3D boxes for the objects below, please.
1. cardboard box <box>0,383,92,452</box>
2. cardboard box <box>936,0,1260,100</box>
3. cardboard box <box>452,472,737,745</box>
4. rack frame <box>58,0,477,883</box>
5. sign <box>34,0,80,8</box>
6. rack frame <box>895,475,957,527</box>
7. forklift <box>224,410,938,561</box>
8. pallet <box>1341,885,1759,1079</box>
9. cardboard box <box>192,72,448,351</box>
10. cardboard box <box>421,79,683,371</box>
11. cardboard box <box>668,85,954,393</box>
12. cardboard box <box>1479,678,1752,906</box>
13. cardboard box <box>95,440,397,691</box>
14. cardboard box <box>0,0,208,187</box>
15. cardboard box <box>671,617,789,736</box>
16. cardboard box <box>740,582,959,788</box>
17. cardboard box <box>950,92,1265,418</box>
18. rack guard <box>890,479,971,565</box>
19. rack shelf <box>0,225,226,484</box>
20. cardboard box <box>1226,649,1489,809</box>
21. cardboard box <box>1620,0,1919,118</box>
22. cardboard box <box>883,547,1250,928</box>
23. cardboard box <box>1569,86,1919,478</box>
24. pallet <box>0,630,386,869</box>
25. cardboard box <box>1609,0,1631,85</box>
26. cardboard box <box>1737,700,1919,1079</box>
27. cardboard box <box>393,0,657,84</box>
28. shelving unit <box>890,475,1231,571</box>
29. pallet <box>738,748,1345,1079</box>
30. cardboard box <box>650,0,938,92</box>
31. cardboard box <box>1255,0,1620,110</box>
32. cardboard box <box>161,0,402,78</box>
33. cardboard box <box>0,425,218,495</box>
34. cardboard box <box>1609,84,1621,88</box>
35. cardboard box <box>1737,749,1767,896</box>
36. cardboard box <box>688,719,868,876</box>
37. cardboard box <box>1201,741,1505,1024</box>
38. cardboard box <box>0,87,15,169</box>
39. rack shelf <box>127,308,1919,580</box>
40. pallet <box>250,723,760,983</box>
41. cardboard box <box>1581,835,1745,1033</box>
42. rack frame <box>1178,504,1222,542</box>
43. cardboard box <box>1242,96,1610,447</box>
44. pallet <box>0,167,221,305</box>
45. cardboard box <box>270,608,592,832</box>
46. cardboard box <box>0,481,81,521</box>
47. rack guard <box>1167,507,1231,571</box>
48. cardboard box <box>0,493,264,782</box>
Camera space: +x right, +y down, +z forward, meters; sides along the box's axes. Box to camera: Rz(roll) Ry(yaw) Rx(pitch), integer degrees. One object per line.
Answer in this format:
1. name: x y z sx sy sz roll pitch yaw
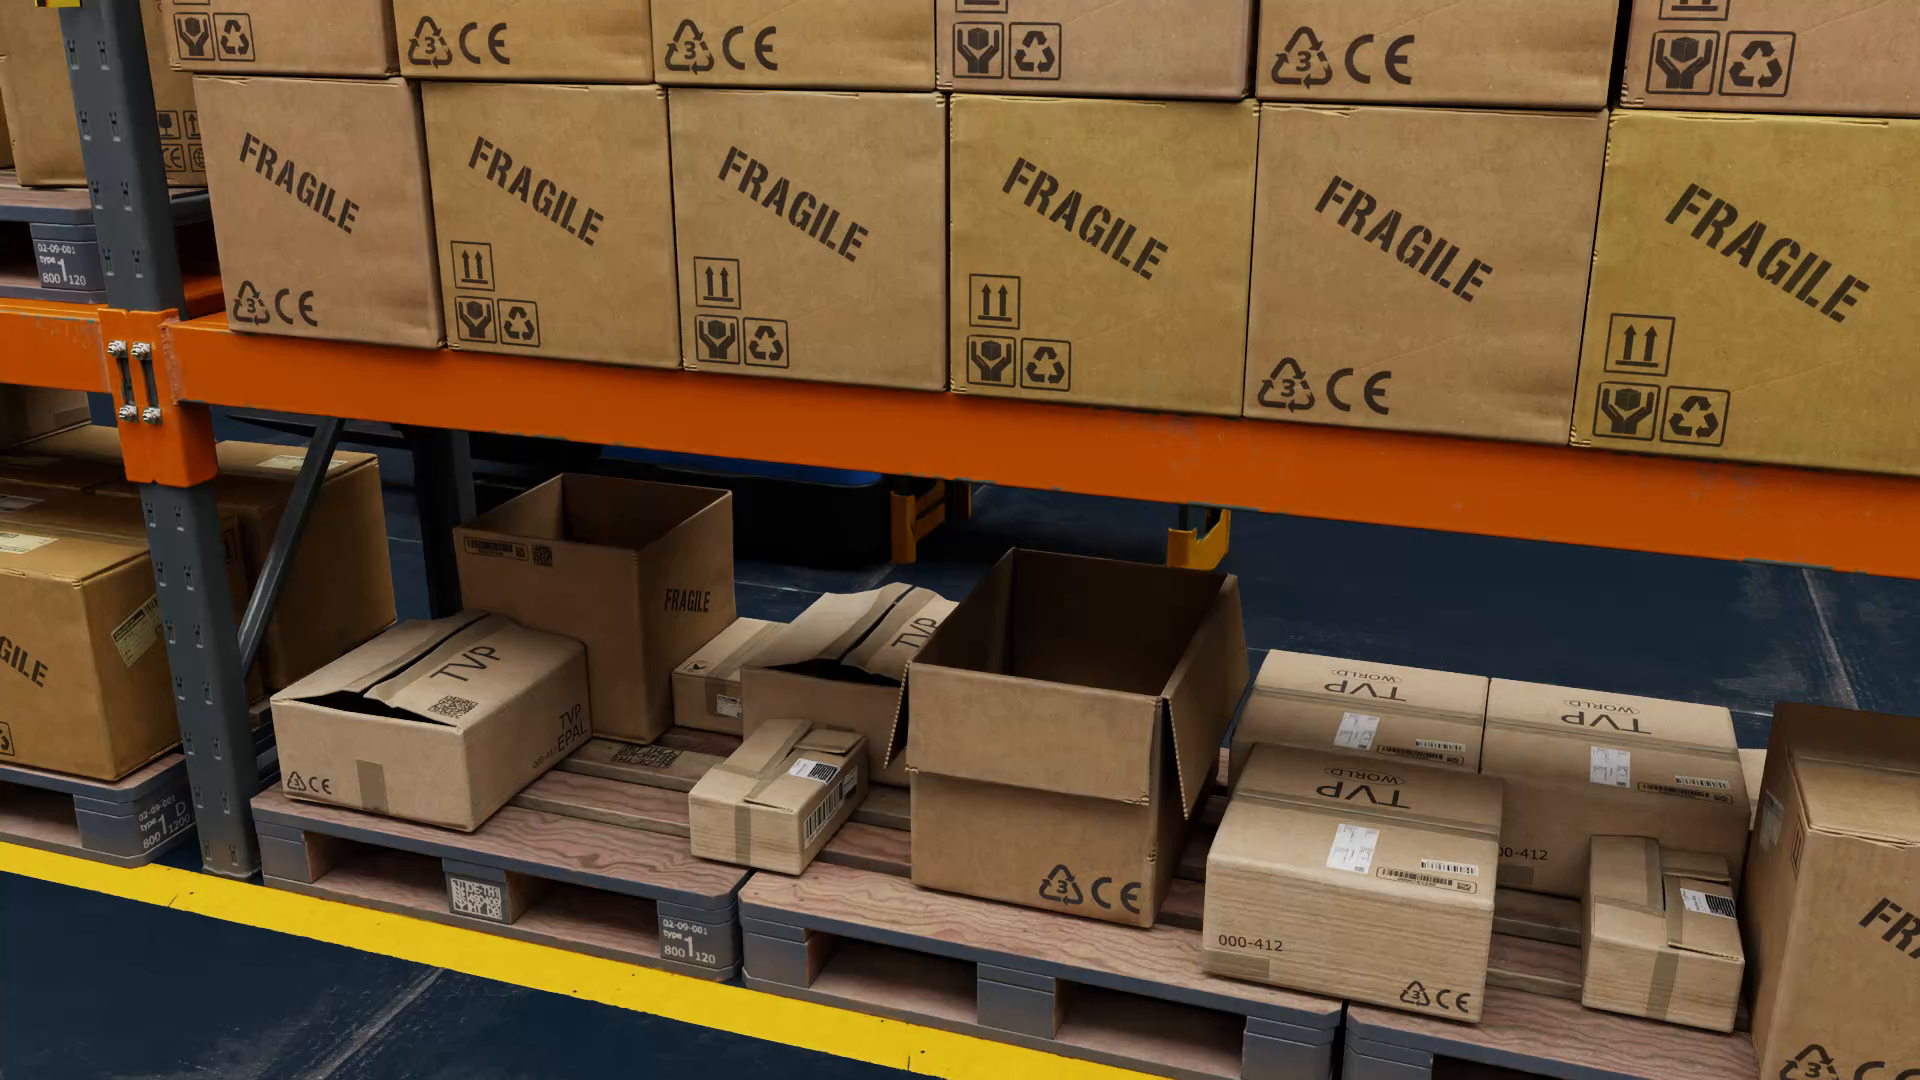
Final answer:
1. cardboard box: -2.853 -0.408 4.681 0.500 0.250 0.500 7 20 18
2. cardboard box: 0.282 -1.005 2.731 0.500 0.500 0.500 7 20 20
3. cardboard box: -0.901 0.155 4.203 0.500 0.500 0.500 7 20 18
4. rack frame: -1.532 -0.791 3.788 0.127 3.000 1.000 7 20 18
5. sign: -1.711 -1.165 3.101 0.005 0.325 0.100 7 20 18
6. rack frame: -0.119 -0.716 5.851 0.032 1.500 0.500 8 21 21
7. forklift: -1.522 -1.606 6.231 3.031 2.935 1.130 8 21 21
8. pallet: 1.421 0.864 3.277 1.213 0.211 1.003 7 20 18
9. cardboard box: -1.140 -0.698 3.370 0.500 0.500 0.500 7 20 19
10. cardboard box: -0.655 -0.644 3.215 0.500 0.500 0.500 7 20 19
11. cardboard box: -0.183 -0.589 3.058 0.500 0.500 0.500 6 20 18
12. cardboard box: 1.354 0.531 3.505 0.500 0.250 0.500 7 20 18
13. cardboard box: -1.909 0.054 4.494 0.500 0.500 0.500 6 20 16
14. cardboard box: -1.906 -1.157 4.049 0.500 0.500 0.700 0 19 0
15. cardboard box: -0.527 0.343 4.199 0.250 0.149 0.380 7 20 18
16. cardboard box: -0.192 0.325 4.002 0.500 0.311 0.500 7 20 18
17. cardboard box: 0.298 -0.535 2.901 0.500 0.500 0.500 6 20 17
18. rack guard: -0.101 -0.123 6.050 0.087 0.250 0.587 8 21 21
19. rack shelf: -3.421 -0.667 4.526 4.000 0.370 1.077 7 20 18
20. cardboard box: 0.882 0.477 3.660 0.500 0.250 0.500 7 20 18
21. cardboard box: 1.259 -0.895 2.416 0.500 0.500 0.500 7 20 20
22. cardboard box: 0.245 0.382 3.549 0.637 0.503 0.797 7 20 18
23. cardboard box: 1.243 -0.425 2.586 0.500 0.500 0.500 7 20 19
24. pallet: -2.313 0.450 4.465 1.213 0.211 1.003 7 20 18
25. cardboard box: 1.418 -1.062 2.895 0.500 0.500 0.500 7 20 19
26. cardboard box: 1.652 0.632 2.836 0.500 0.500 0.500 7 20 18
27. cardboard box: -0.692 -1.116 3.050 0.500 0.500 0.500 6 20 16
28. shelving unit: 0.360 -0.652 5.667 1.083 1.500 0.587 8 21 21
29. pallet: 0.273 0.732 3.657 1.213 0.211 1.003 7 20 18
30. cardboard box: -0.206 -1.061 2.891 0.500 0.500 0.500 6 20 16
31. cardboard box: 0.767 -0.950 2.572 0.500 0.500 0.500 7 20 20
32. cardboard box: -1.179 -1.172 3.210 0.500 0.500 0.500 7 20 19
33. cardboard box: -2.416 0.000 4.650 0.500 0.500 0.500 7 20 19
34. cardboard box: 1.425 -0.590 3.060 0.500 0.500 0.500 6 20 18
35. cardboard box: 1.728 0.592 3.456 0.250 0.166 0.380 7 20 18
36. cardboard box: -0.386 0.542 3.600 0.250 0.166 0.380 7 20 18
37. cardboard box: 0.765 0.638 3.198 0.500 0.250 0.500 7 20 18
38. cardboard box: -2.576 -1.212 4.205 0.500 0.500 0.700 10 22 27
39. rack shelf: 0.357 -0.235 3.287 4.000 0.370 1.077 7 20 18
40. pallet: -0.883 0.600 4.033 1.213 0.211 1.003 7 20 18
41. cardboard box: 1.299 0.717 3.097 0.250 0.166 0.380 7 20 18
42. rack frame: 0.823 -0.590 5.490 0.032 1.500 0.500 8 21 21
43. cardboard box: 0.774 -0.480 2.745 0.500 0.500 0.500 7 20 18
44. pallet: -2.251 -0.820 4.165 1.213 0.211 1.003 7 20 18
45. cardboard box: -1.206 0.384 3.835 0.500 0.311 0.500 7 20 18
46. cardboard box: -2.556 0.162 4.185 0.500 0.500 0.500 7 20 18
47. rack guard: 0.821 0.000 5.696 0.087 0.250 0.587 8 21 21
48. cardboard box: -2.092 0.218 4.024 0.500 0.500 0.500 6 20 18
